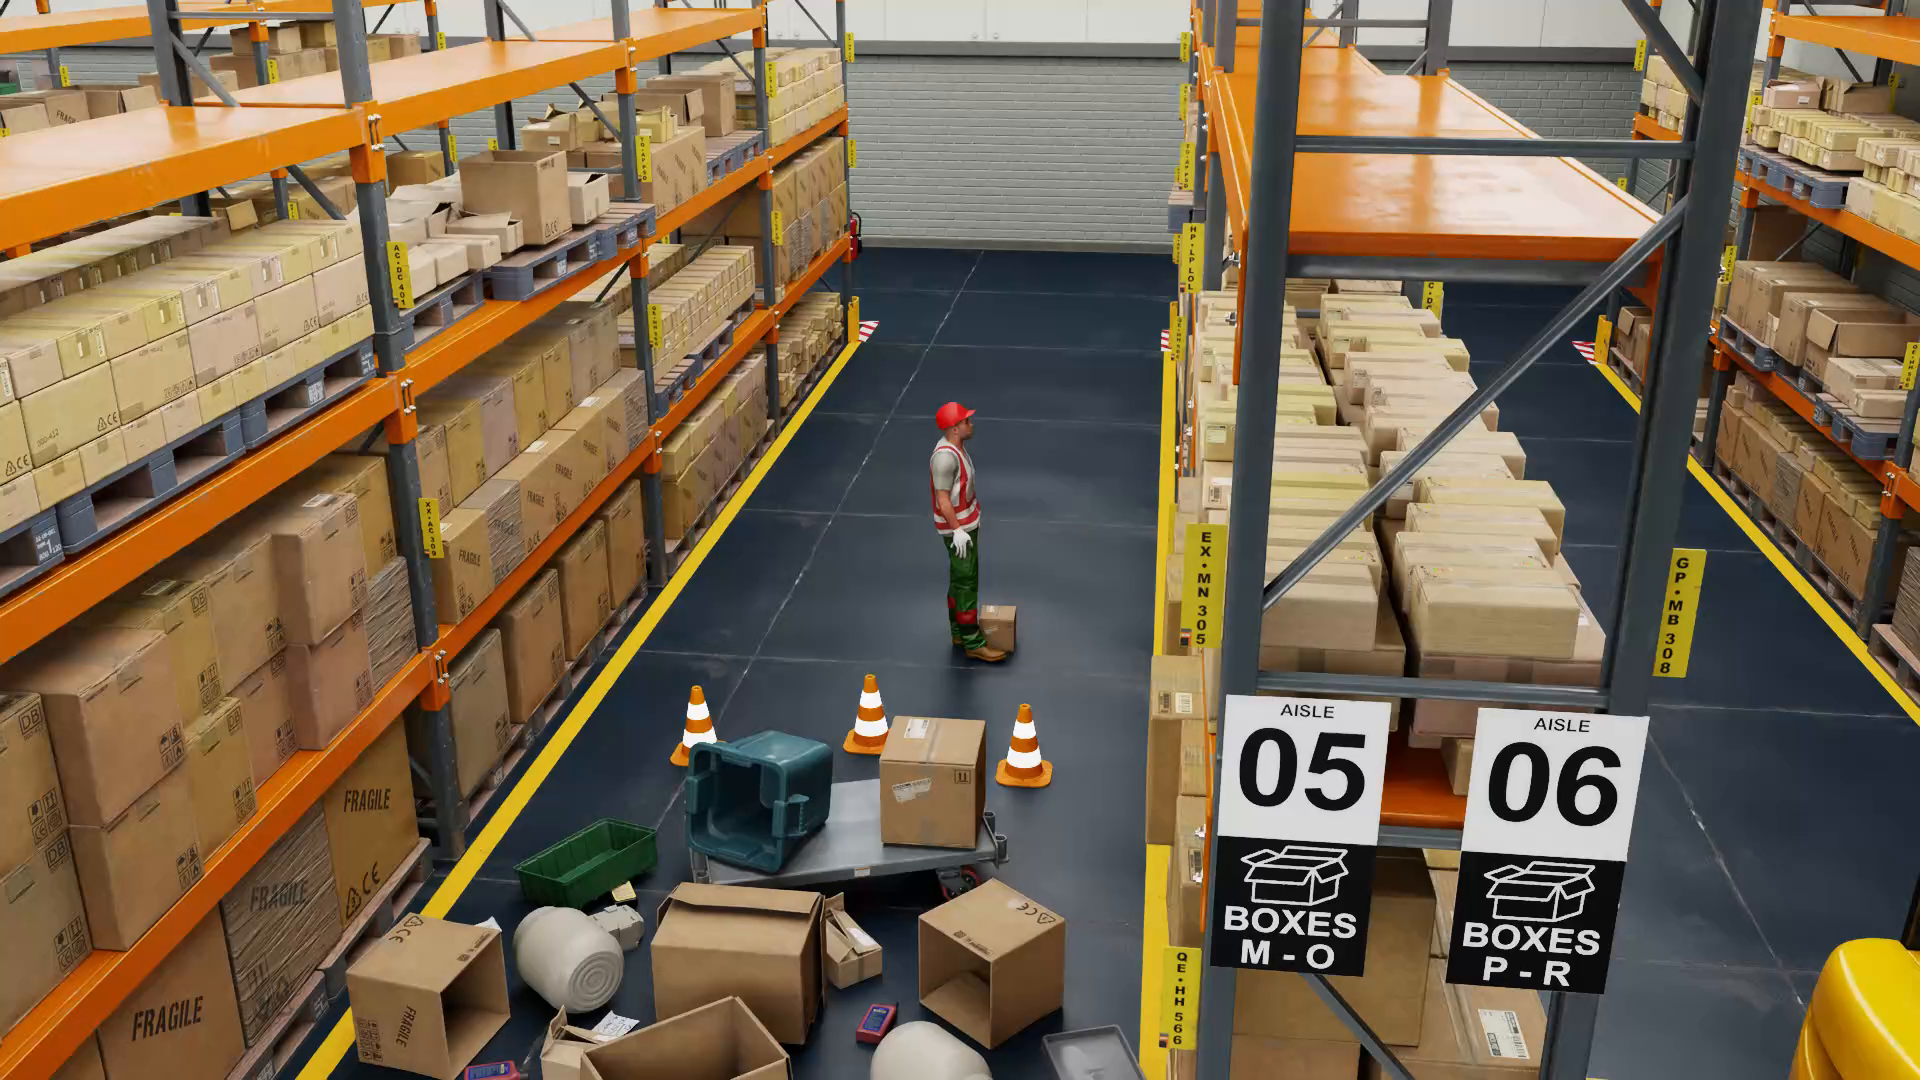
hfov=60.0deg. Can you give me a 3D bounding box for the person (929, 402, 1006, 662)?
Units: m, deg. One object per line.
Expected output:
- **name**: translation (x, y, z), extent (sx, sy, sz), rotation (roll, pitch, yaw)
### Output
- **person**: translation (0.077, -0.085, 11.678), extent (0.563, 1.787, 0.638), rotation (2, 21, 6)
